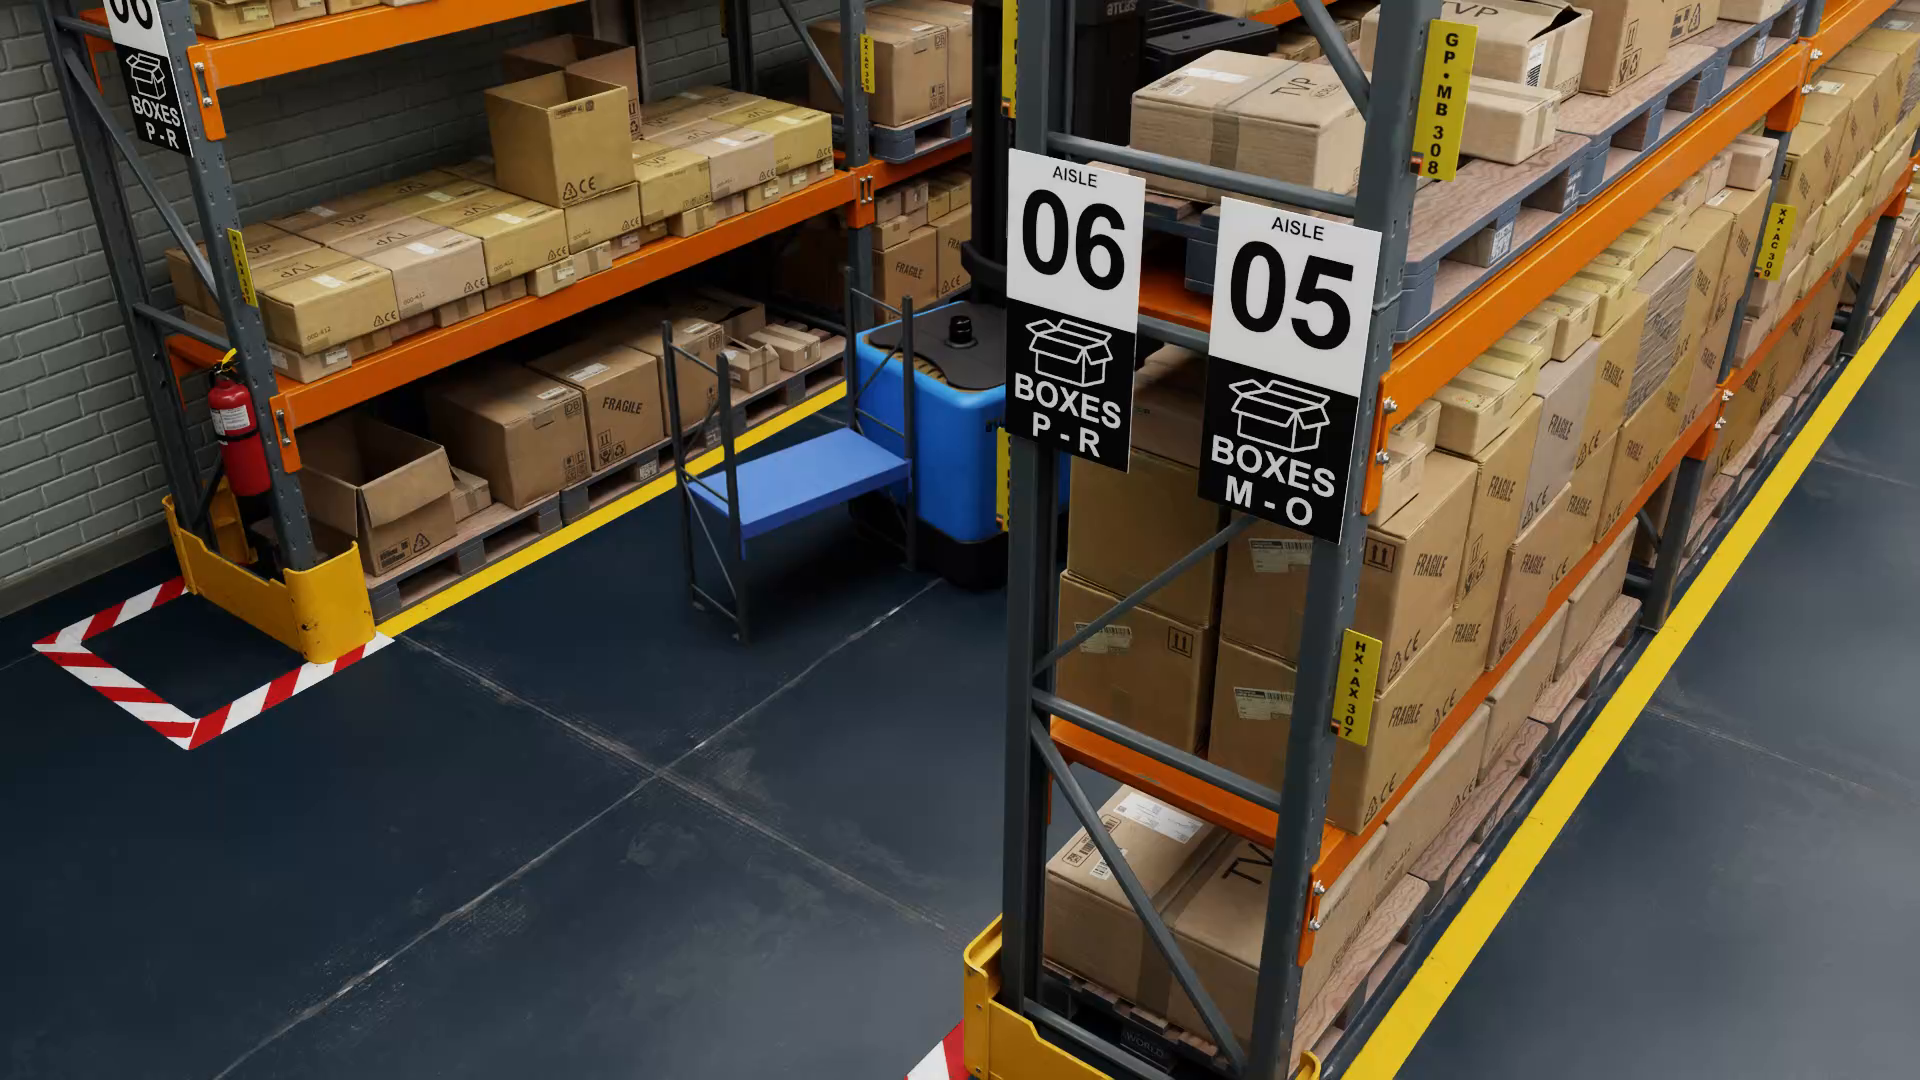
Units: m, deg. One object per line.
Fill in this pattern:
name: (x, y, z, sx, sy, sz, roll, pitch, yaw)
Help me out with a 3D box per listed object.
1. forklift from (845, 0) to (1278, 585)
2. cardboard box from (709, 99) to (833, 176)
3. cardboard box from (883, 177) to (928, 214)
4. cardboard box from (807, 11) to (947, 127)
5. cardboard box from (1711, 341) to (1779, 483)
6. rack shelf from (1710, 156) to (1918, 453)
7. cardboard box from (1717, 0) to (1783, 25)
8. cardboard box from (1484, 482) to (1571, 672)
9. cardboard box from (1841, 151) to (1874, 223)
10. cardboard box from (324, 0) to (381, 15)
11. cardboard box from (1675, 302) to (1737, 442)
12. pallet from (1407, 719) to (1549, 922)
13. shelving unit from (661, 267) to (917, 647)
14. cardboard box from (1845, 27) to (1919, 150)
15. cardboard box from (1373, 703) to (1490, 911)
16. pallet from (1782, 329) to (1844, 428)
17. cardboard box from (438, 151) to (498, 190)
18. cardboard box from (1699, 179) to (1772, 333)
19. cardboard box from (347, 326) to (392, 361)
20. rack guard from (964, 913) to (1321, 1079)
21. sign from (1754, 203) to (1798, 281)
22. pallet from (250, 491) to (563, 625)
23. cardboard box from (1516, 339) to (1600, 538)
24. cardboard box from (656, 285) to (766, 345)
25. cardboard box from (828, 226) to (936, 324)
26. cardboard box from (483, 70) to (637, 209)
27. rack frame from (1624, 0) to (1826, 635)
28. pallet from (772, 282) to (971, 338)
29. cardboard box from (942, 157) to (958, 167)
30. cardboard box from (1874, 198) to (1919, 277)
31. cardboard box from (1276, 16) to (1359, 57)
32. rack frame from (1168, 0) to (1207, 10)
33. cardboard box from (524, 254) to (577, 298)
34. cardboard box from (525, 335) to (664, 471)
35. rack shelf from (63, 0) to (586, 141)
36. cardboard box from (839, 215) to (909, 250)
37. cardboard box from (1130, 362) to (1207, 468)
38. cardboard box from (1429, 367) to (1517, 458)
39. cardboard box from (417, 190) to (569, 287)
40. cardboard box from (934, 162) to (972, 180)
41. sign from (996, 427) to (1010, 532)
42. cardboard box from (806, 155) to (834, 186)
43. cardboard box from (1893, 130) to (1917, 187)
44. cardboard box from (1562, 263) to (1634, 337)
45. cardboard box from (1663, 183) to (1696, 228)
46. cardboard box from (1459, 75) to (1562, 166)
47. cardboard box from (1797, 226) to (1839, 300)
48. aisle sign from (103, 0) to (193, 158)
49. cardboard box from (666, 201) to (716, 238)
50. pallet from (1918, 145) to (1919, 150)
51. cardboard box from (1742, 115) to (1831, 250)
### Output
forklift: (0.860, -1.655, 8.667, 3.031, 2.935, 1.130, -23, 38, -33)
cardboard box: (-1.088, -2.322, 9.581, 0.500, 0.250, 0.500, 22, 37, 32)
cardboard box: (-0.427, -2.237, 10.694, 0.380, 0.149, 0.250, 19, 36, 29)
cardboard box: (-0.504, -2.892, 10.177, 0.700, 0.500, 0.500, 22, 37, 32)
cardboard box: (3.835, -0.927, 9.044, 0.875, 0.875, 0.875, 22, 37, 33)
rack shelf: (4.192, -1.518, 9.074, 1.077, 0.370, 4.000, 21, 37, 31)
cardboard box: (2.695, -1.955, 5.901, 0.380, 0.149, 0.250, 22, 37, 32)
cardboard box: (1.694, 0.046, 5.631, 0.500, 0.500, 0.500, 21, 37, 31)
cardboard box: (4.397, -1.881, 8.638, 0.500, 0.250, 0.500, 20, 36, 30)
cardboard box: (-2.706, -2.368, 7.109, 0.380, 0.149, 0.250, 21, 37, 32)
cardboard box: (2.909, -0.790, 7.043, 0.500, 0.500, 0.500, 21, 37, 32)
pallet: (1.728, 0.968, 6.909, 1.003, 0.211, 1.213, 21, 37, 31)
shelving unit: (-0.781, -0.408, 7.967, 1.048, 1.500, 0.538, -23, 38, -33)
cardboard box: (4.688, -2.412, 8.799, 0.500, 0.500, 0.500, 21, 37, 31)
cardboard box: (1.435, 0.860, 6.459, 0.875, 0.438, 0.875, 22, 37, 33)
pallet: (4.864, -1.143, 10.472, 1.003, 0.211, 1.213, 21, 37, 31)
cardboard box: (-2.392, -1.868, 8.815, 0.500, 0.250, 0.500, 21, 37, 31)
cardboard box: (2.920, -1.211, 6.772, 0.500, 0.500, 0.500, 21, 36, 31)
cardboard box: (-2.855, -0.973, 7.696, 0.380, 0.149, 0.250, 22, 37, 32)
rack guard: (0.556, 1.697, 5.397, 1.175, 0.500, 0.348, 21, 37, 31)
sign: (3.428, -1.251, 6.991, 0.100, 0.325, 0.005, 21, 37, 31)
pallet: (-2.863, -0.070, 8.661, 1.003, 0.211, 1.213, 21, 37, 31)
cardboard box: (1.698, -0.393, 5.392, 0.500, 0.500, 0.500, 21, 36, 31)
cardboard box: (-1.562, -1.369, 10.342, 0.500, 0.311, 0.500, 23, 37, 33)
cardboard box: (-0.503, -1.773, 10.839, 0.500, 0.500, 0.500, 23, 38, 33)
cardboard box: (-1.995, -2.012, 8.322, 0.500, 0.500, 0.500, 22, 37, 32)
rack frame: (2.985, -1.014, 7.519, 1.000, 3.000, 0.127, 21, 37, 31)
pallet: (-0.514, -1.683, 11.383, 1.003, 0.211, 1.213, 21, 37, 31)
cardboard box: (-0.235, -2.702, 11.771, 0.380, 0.149, 0.250, 22, 37, 32)
cardboard box: (6.188, -2.219, 11.718, 0.950, 0.372, 0.625, 20, 36, 30)
cardboard box: (3.074, -4.423, 15.188, 0.875, 0.625, 0.625, 21, 36, 31)
rack frame: (1.440, -4.166, 12.838, 1.000, 3.000, 0.127, 21, 37, 31)
cardboard box: (-2.155, -1.364, 8.356, 0.380, 0.149, 0.250, 20, 36, 30)
cardboard box: (-1.999, -0.759, 9.128, 0.500, 0.500, 0.500, 22, 37, 32)
rack shelf: (-2.182, -2.708, 8.141, 1.077, 0.370, 4.000, 21, 37, 31)
cardboard box: (-0.546, -1.989, 10.567, 0.380, 0.149, 0.250, 23, 38, 33)
cardboard box: (0.627, -0.348, 4.680, 0.380, 0.149, 0.250, 22, 37, 32)
cardboard box: (1.355, -0.398, 4.765, 0.380, 0.149, 0.250, 22, 37, 33)
cardboard box: (-2.293, -1.491, 8.180, 0.500, 0.250, 0.500, 20, 36, 30)
cardboard box: (0.041, -2.439, 11.326, 0.380, 0.149, 0.250, 21, 37, 31)
sign: (0.146, -0.161, 4.712, 0.100, 0.325, 0.005, 21, 37, 31)
cardboard box: (-0.966, -2.225, 9.809, 0.380, 0.149, 0.250, 22, 37, 32)
cardboard box: (5.301, -2.290, 9.819, 0.500, 0.250, 0.500, 20, 36, 30)
cardboard box: (1.975, -0.817, 5.472, 0.380, 0.149, 0.250, 20, 36, 30)
cardboard box: (2.510, -1.263, 6.224, 0.380, 0.149, 0.250, 21, 36, 31)
cardboard box: (1.411, -1.166, 4.569, 0.380, 0.149, 0.250, 23, 37, 33)
cardboard box: (4.094, -1.462, 8.421, 0.500, 0.250, 0.500, 21, 36, 31)
aisle sign: (-3.196, -1.915, 6.489, 0.394, 0.787, 0.004, 21, 37, 31)
cardboard box: (-1.555, -1.789, 9.072, 0.380, 0.149, 0.250, 21, 36, 31)
pallet: (5.745, -2.880, 10.856, 1.213, 0.211, 1.003, 21, 37, 31)
cardboard box: (3.480, -1.578, 7.391, 0.500, 0.500, 0.500, 22, 37, 32)
